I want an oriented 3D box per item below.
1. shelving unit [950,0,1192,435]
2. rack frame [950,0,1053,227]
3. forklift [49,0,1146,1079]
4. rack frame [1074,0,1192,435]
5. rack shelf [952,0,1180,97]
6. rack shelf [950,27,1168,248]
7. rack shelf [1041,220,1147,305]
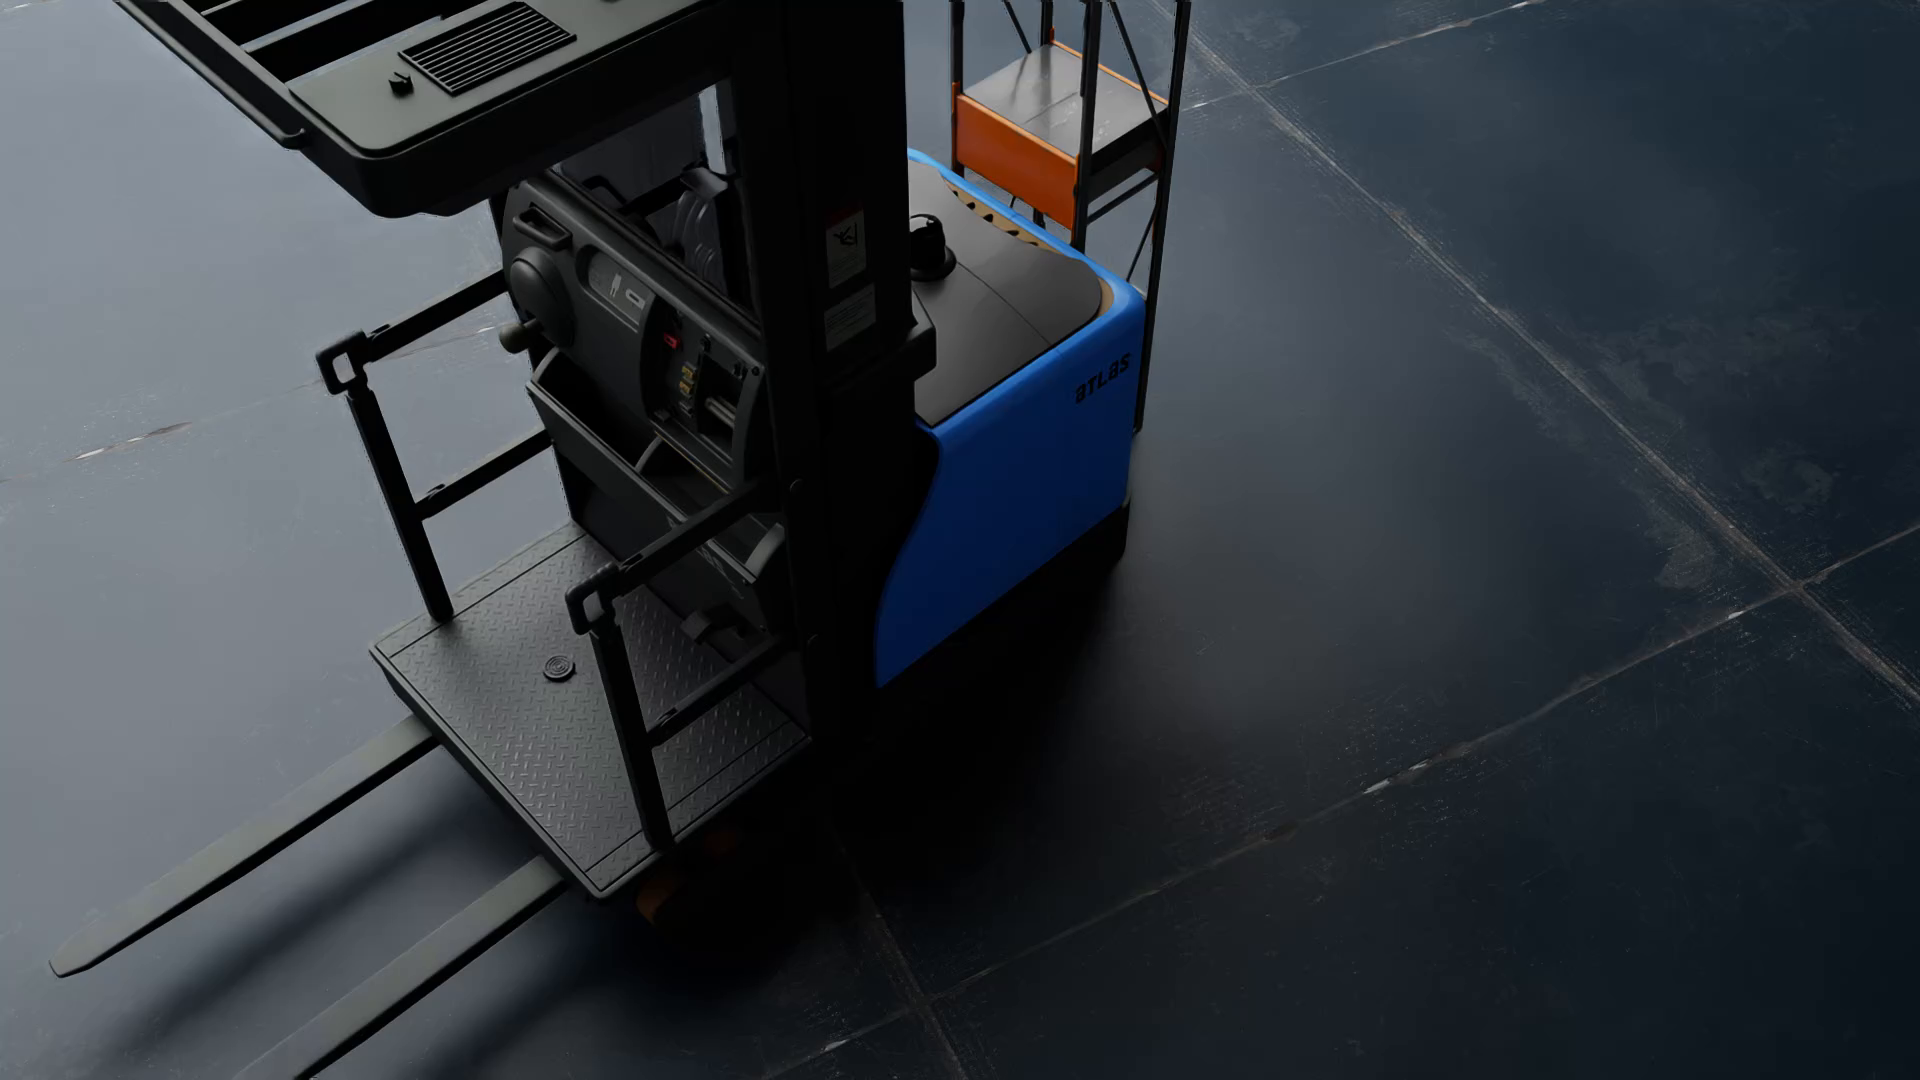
[{"bbox_3d":[0.293,-1.096,4.813,0.431,2.100,0.503,-37,58,-28],"label":"shelving unit"},{"bbox_3d":[0.121,-1.226,4.928,0.400,2.100,0.015,-37,58,-28],"label":"rack frame"},{"bbox_3d":[-0.900,-0.398,3.651,3.031,2.935,1.130,-36,58,-27],"label":"forklift"},{"bbox_3d":[0.464,-0.965,4.699,0.400,2.100,0.015,-37,58,-28],"label":"rack frame"},{"bbox_3d":[0.293,-1.548,4.297,0.431,0.518,0.480,-37,58,-28],"label":"rack shelf"},{"bbox_3d":[0.293,-1.087,4.824,0.431,0.518,0.480,-37,58,-28],"label":"rack shelf"},{"bbox_3d":[0.293,-0.626,5.351,0.431,0.518,0.480,-37,58,-28],"label":"rack shelf"}]
